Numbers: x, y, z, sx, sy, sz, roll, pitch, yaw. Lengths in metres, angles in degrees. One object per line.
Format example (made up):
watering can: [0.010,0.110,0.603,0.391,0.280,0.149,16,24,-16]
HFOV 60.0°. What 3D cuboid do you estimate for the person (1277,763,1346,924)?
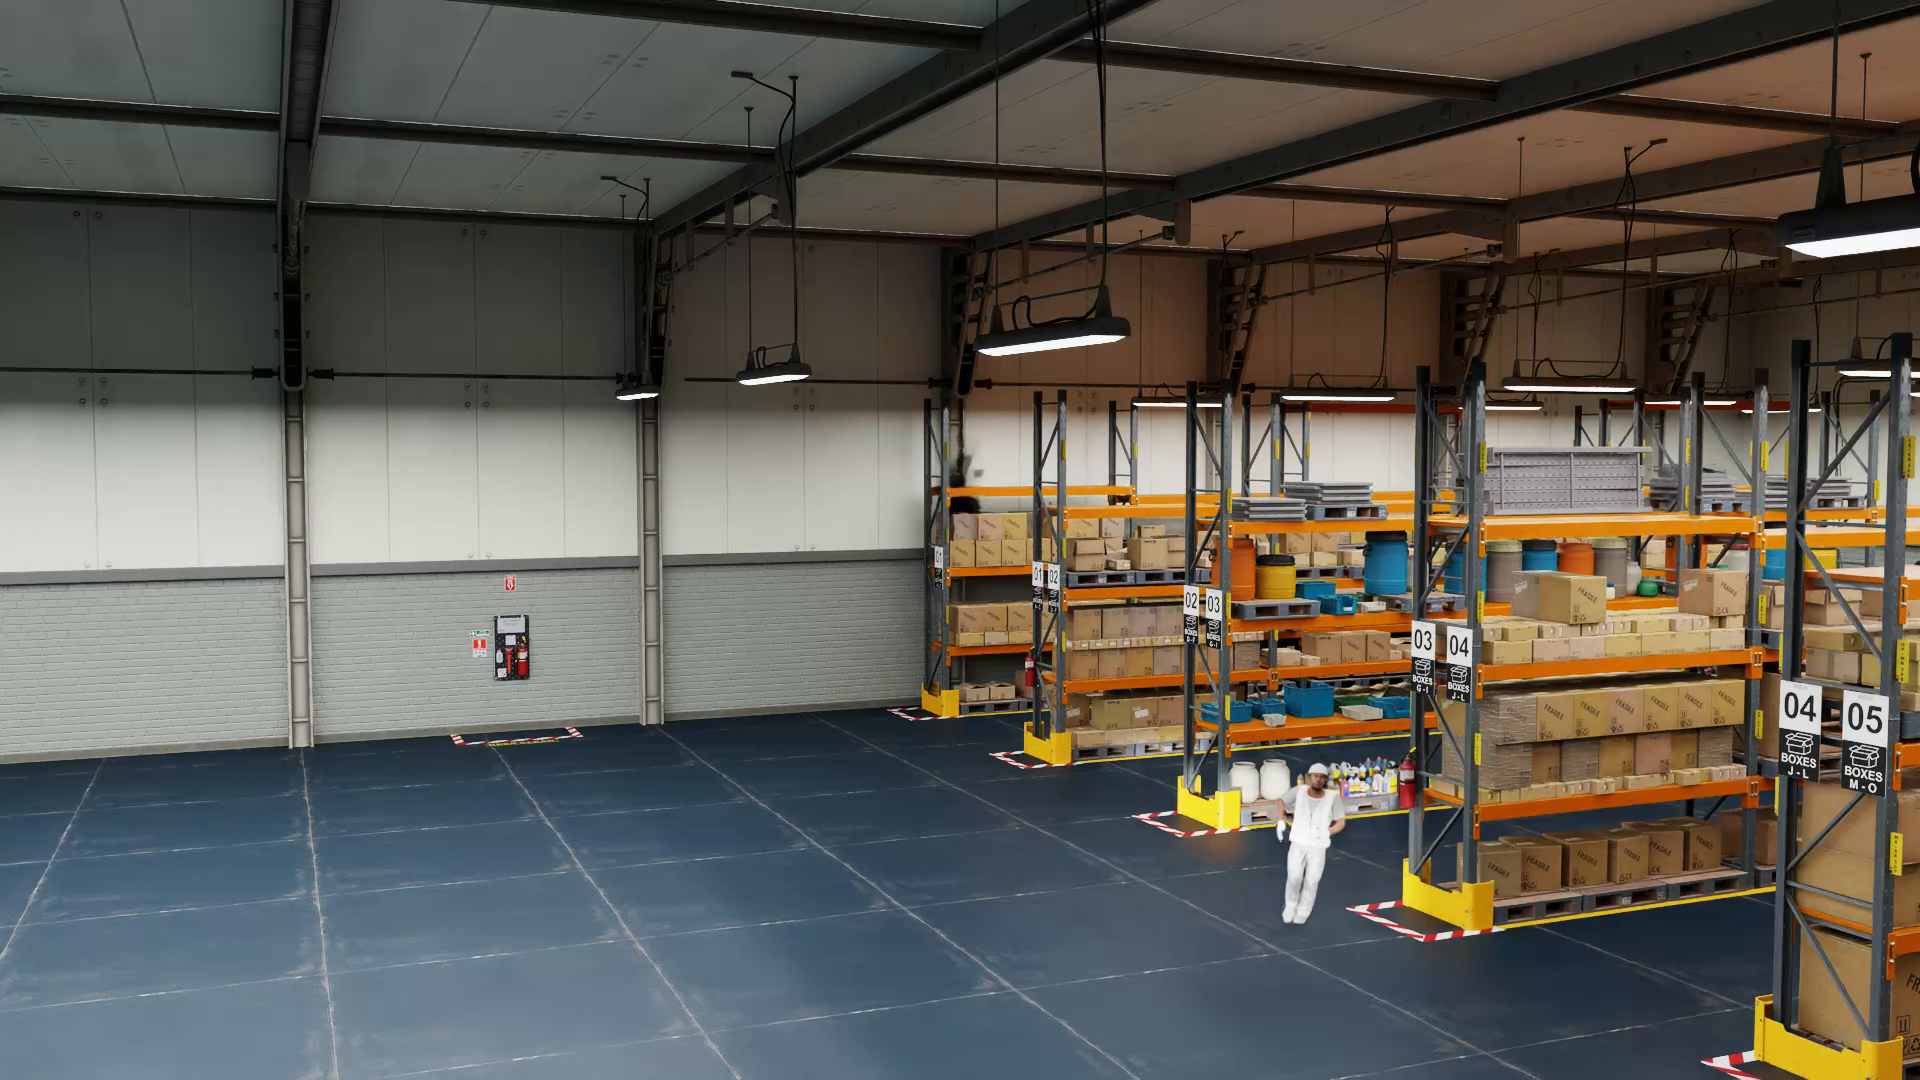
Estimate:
person: [3.742,3.245,17.724,0.714,1.737,0.594,1,3,10]
